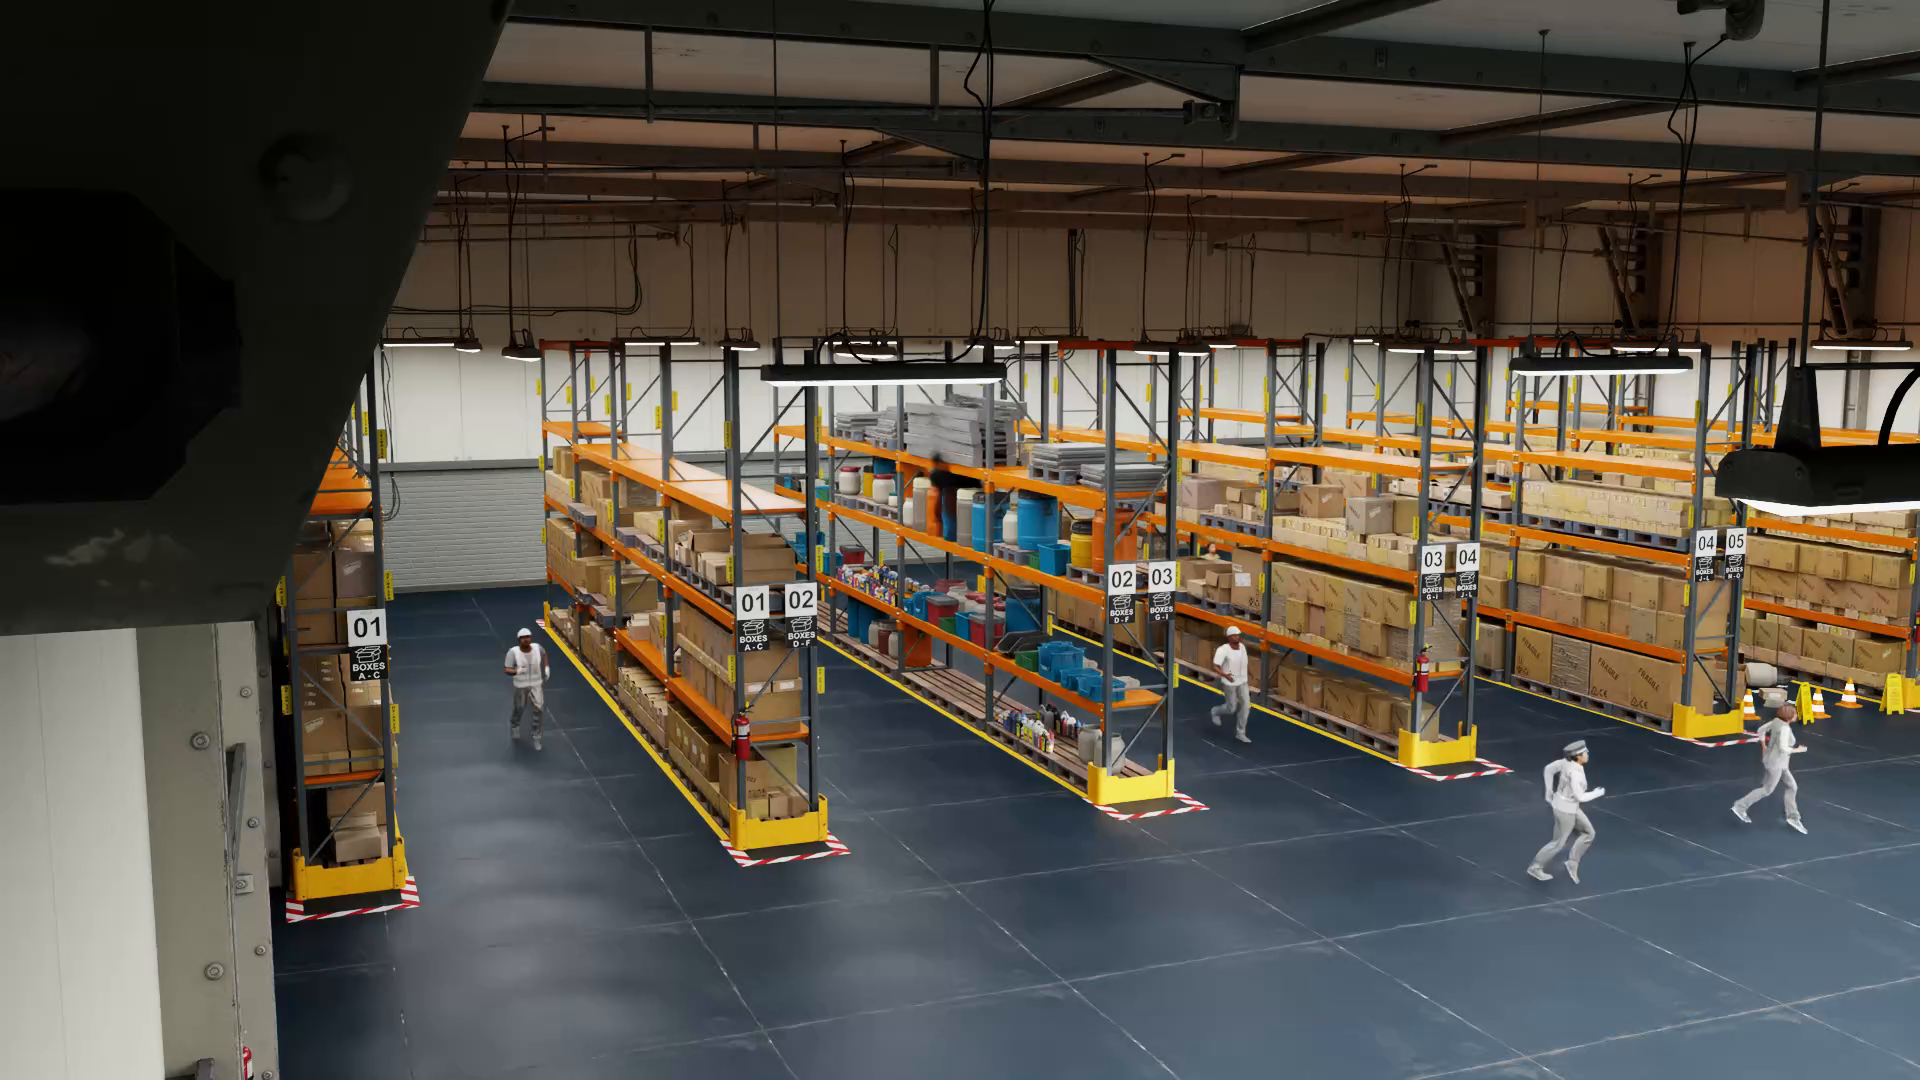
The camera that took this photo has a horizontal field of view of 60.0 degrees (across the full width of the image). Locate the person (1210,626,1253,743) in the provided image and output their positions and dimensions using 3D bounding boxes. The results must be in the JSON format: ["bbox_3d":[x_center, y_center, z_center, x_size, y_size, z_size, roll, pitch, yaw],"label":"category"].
[{"bbox_3d":[4.196,2.180,25.469,0.712,1.745,0.870,-4,8,-26],"label":"person"}]

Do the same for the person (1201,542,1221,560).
[{"bbox_3d":[5.442,0.852,36.065,0.586,1.626,0.565,-3,8,-19],"label":"person"}]

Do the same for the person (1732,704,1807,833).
[{"bbox_3d":[10.178,2.845,20.828,0.878,1.620,0.562,2,8,17],"label":"person"}]

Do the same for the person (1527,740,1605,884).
[{"bbox_3d":[6.841,3.064,18.765,0.788,1.678,0.641,1,8,11],"label":"person"}]

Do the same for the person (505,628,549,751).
[{"bbox_3d":[-6.495,2.209,24.969,0.693,1.828,0.922,-4,8,-25],"label":"person"}]
